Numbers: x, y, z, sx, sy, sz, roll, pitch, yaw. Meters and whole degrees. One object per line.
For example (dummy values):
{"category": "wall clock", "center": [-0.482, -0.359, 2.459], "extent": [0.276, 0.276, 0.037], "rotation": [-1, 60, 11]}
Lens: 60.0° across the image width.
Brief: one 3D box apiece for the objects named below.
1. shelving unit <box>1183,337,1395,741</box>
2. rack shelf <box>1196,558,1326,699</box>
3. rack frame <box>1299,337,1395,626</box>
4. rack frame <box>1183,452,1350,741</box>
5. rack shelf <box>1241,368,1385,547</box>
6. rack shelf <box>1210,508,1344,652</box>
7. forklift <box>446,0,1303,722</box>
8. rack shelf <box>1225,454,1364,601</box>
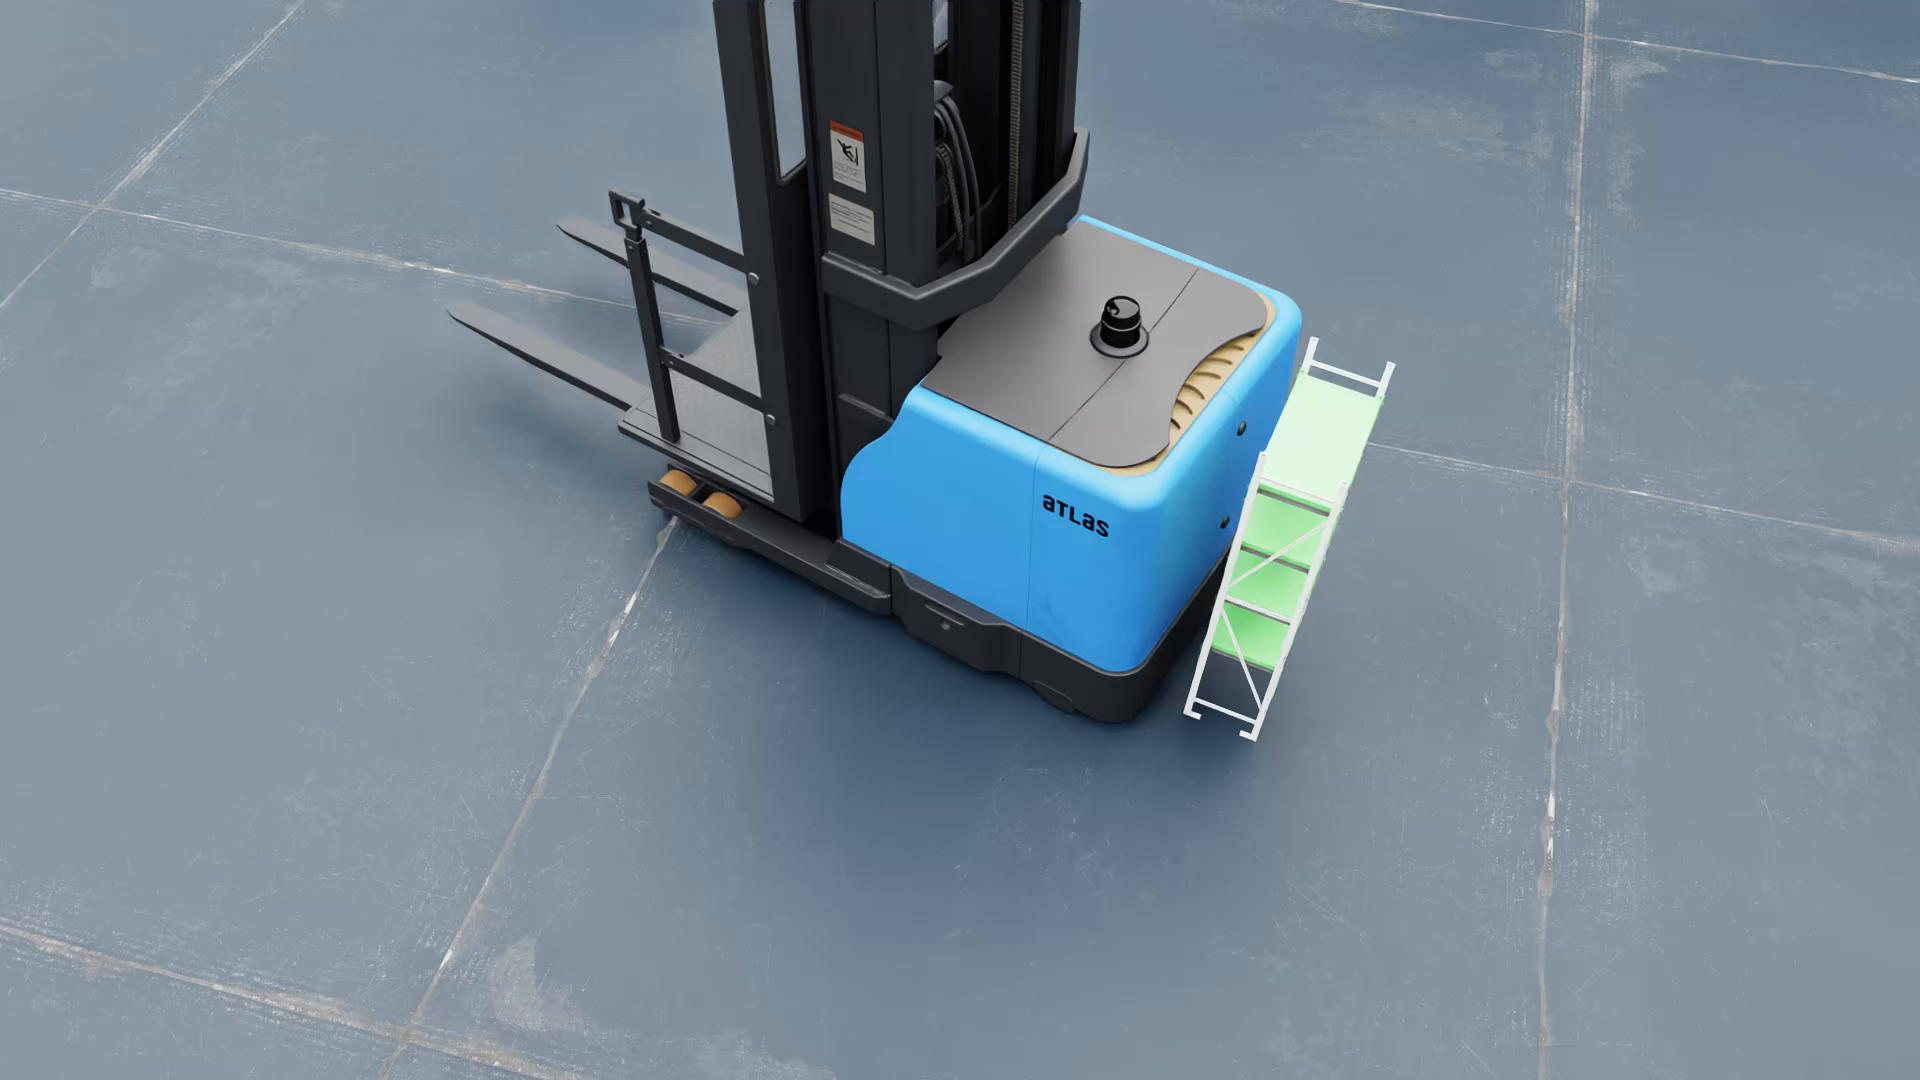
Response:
{"category": "shelving unit", "center": [0.951, 0.031, 4.911], "extent": [0.258, 1.200, 0.503], "rotation": [21, 52, 12]}
{"category": "rack shelf", "center": [0.932, 0.226, 5.144], "extent": [0.258, 0.148, 0.480], "rotation": [21, 52, 12]}
{"category": "rack frame", "center": [1.049, -0.136, 5.059], "extent": [0.240, 1.200, 0.015], "rotation": [21, 52, 12]}
{"category": "rack frame", "center": [0.854, 0.199, 4.763], "extent": [0.240, 1.200, 0.015], "rotation": [21, 52, 12]}
{"category": "rack shelf", "center": [0.977, -0.235, 4.592], "extent": [0.258, 0.148, 0.480], "rotation": [21, 52, 12]}
{"category": "rack shelf", "center": [0.947, 0.072, 4.960], "extent": [0.258, 0.148, 0.480], "rotation": [21, 52, 12]}
{"category": "forklift", "center": [-0.475, -1.276, 4.921], "extent": [3.031, 2.935, 1.130], "rotation": [26, 54, 21]}
{"category": "rack shelf", "center": [0.962, -0.081, 4.776], "extent": [0.258, 0.148, 0.480], "rotation": [21, 52, 12]}
